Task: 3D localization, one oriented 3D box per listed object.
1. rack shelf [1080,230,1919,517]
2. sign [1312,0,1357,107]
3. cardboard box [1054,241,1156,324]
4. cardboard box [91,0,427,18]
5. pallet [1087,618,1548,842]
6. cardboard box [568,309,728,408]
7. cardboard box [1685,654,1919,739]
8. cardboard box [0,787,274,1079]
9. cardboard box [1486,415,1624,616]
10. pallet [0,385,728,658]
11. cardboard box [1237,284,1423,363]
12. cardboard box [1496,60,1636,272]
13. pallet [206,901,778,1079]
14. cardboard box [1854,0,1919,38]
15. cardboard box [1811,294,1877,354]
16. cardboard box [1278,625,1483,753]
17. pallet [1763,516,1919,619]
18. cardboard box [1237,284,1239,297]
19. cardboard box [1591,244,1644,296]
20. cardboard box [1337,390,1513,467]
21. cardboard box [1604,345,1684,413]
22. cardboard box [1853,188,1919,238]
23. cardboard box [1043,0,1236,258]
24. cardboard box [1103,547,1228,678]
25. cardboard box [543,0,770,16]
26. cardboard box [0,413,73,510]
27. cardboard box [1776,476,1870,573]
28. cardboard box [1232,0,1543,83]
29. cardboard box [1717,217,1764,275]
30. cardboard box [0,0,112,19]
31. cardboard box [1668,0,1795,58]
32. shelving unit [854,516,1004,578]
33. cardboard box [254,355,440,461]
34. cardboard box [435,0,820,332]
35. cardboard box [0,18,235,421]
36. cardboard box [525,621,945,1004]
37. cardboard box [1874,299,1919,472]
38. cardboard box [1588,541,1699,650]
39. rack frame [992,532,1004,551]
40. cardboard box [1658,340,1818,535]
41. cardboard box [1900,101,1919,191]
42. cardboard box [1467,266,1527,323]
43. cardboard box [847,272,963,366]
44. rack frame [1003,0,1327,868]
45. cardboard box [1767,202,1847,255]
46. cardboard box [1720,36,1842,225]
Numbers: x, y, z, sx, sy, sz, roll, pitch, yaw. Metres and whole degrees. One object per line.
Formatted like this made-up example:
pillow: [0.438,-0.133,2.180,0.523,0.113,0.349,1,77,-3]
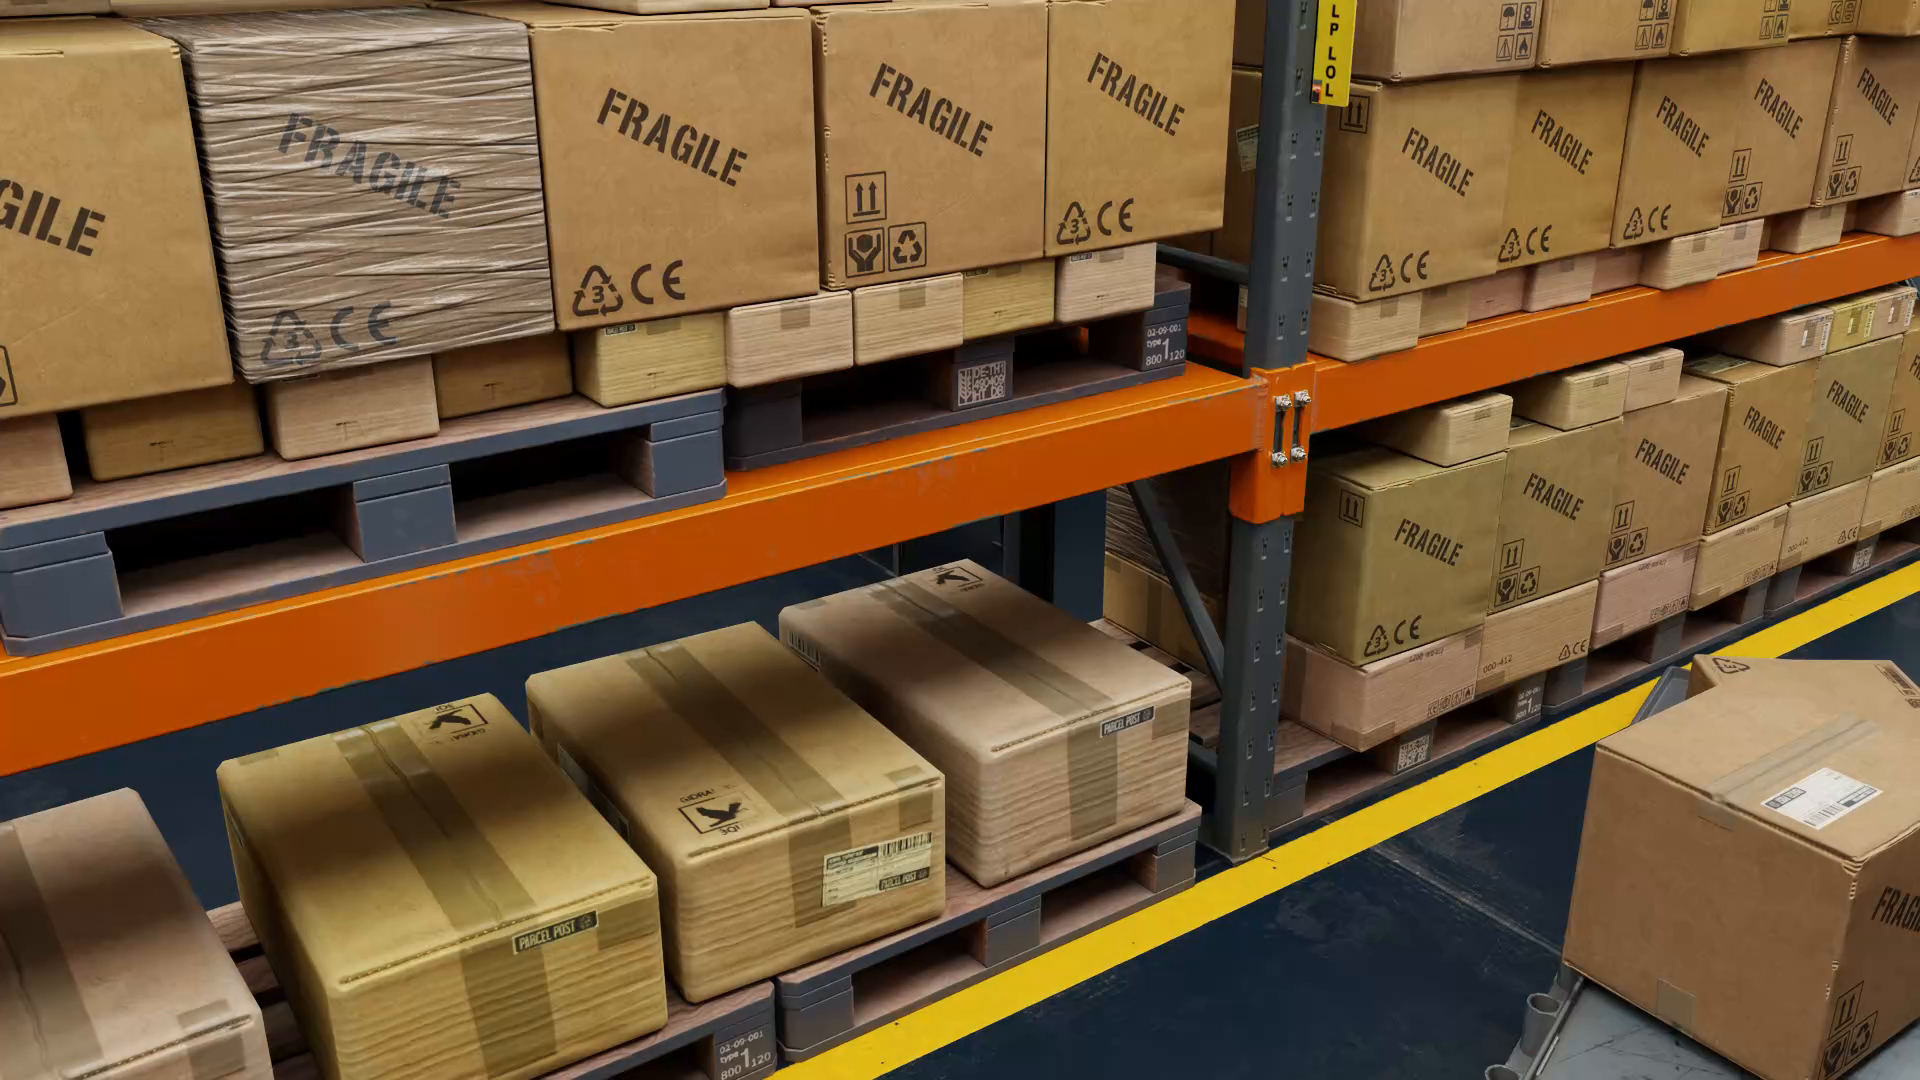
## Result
rack shelf: [2.089,-0.812,5.354,4.000,0.370,1.077,-15,26,-33]
sign: [0.792,-1.085,3.505,0.005,0.325,0.100,-15,26,-33]
cardboard box: [0.209,-0.597,3.617,0.250,0.149,0.380,-14,26,-32]
cardboard box: [-1.309,-0.751,3.129,0.500,0.500,0.500,-16,27,-35]
pallet: [0.990,0.426,5.044,1.213,0.211,1.003,-15,26,-33]
cardboard box: [-0.628,-0.380,3.075,0.250,0.149,0.380,-15,26,-33]
cardboard box: [2.130,0.624,4.154,0.500,0.500,0.500,2,22,4]
cardboard box: [-1.723,0.897,3.081,0.625,0.372,0.950,-16,27,-34]
cardboard box: [1.529,-0.145,4.844,0.500,0.500,0.500,-14,26,-31]
pallet: [-1.199,-0.199,3.106,1.213,0.211,1.003,-15,26,-33]
cardboard box: [0.908,-0.568,4.111,0.250,0.149,0.380,-15,26,-33]
cardboard box: [1.379,-1.025,4.380,0.500,0.500,0.500,-15,26,-33]
pallet: [-1.157,1.017,3.564,1.213,0.211,1.003,-15,26,-33]
cardboard box: [2.656,-1.803,4.982,0.500,0.500,0.700,-15,26,-33]
cardboard box: [2.749,-0.741,5.463,0.250,0.149,0.380,-14,26,-32]
cardboard box: [1.102,0.323,4.684,0.500,0.250,0.500,-16,27,-35]
pallet: [2.970,-0.102,6.367,1.213,0.211,1.003,-15,26,-33]
cardboard box: [0.746,-0.814,4.727,0.250,0.149,0.380,-14,26,-32]
cardboard box: [1.700,-0.815,4.731,0.250,0.149,0.380,-15,26,-33]
cardboard box: [1.238,-0.336,4.447,0.250,0.149,0.380,-14,26,-32]
cardboard box: [1.871,-0.507,4.876,0.250,0.149,0.380,-13,25,-30]
cardboard box: [2.981,-1.115,5.481,0.250,0.149,0.380,-14,26,-32]
cardboard box: [0.224,-0.924,3.561,0.500,0.500,0.500,-15,26,-34]
cardboard box: [0.788,0.160,5.091,0.500,0.250,0.500,-14,25,-30]
cardboard box: [-0.538,-1.006,2.893,0.250,0.149,0.380,-16,27,-35]
cardboard box: [-1.526,-0.165,2.536,0.250,0.149,0.380,-13,25,-30]
cardboard box: [2.788,-0.131,5.821,0.500,0.250,0.500,-15,26,-33]
cardboard box: [0.949,-1.392,3.952,0.500,0.500,0.700,-15,26,-33]
cardboard box: [2.140,-0.905,4.956,0.250,0.149,0.380,-15,26,-33]
cardboard box: [-1.619,-0.967,2.794,0.250,0.149,0.380,-16,27,-35]
cardboard box: [1.800,-1.596,4.465,0.500,0.500,0.700,-16,27,-34]
shelving unit: [-0.134,-0.939,5.917,0.503,2.100,0.431,-15,26,-33]
cardboard box: [-1.069,-0.275,2.811,0.250,0.149,0.380,-14,26,-31]
cardboard box: [-0.600,-0.706,3.015,0.500,0.500,0.500,-14,26,-31]
cardboard box: [-1.435,-0.486,2.465,0.500,0.500,0.500,-14,26,-32]
cardboard box: [-0.541,0.583,3.866,0.625,0.372,0.950,-13,25,-30]
cardboard box: [3.214,-0.593,5.967,0.500,0.500,0.500,-15,26,-33]
cardboard box: [1.958,0.088,5.272,0.500,0.250,0.500,-15,26,-34]
rack frame: [0.064,-0.992,6.050,0.015,2.100,0.400,-15,26,-33]
cardboard box: [2.379,-0.372,5.413,0.500,0.500,0.500,-16,27,-34]
cardboard box: [3.023,-1.456,5.462,0.500,0.500,0.500,-15,26,-33]
cardboard box: [1.281,-0.705,4.455,0.250,0.149,0.380,-15,26,-33]
cardboard box: [-0.204,-0.479,3.321,0.250,0.149,0.380,-15,26,-34]
rack frame: [0.465,-0.713,4.136,0.127,3.000,1.000,-15,26,-33]
cardboard box: [2.536,-1.019,5.241,0.250,0.149,0.380,-15,26,-33]
cardboard box: [2.193,-1.245,4.932,0.500,0.500,0.500,-15,26,-32]
